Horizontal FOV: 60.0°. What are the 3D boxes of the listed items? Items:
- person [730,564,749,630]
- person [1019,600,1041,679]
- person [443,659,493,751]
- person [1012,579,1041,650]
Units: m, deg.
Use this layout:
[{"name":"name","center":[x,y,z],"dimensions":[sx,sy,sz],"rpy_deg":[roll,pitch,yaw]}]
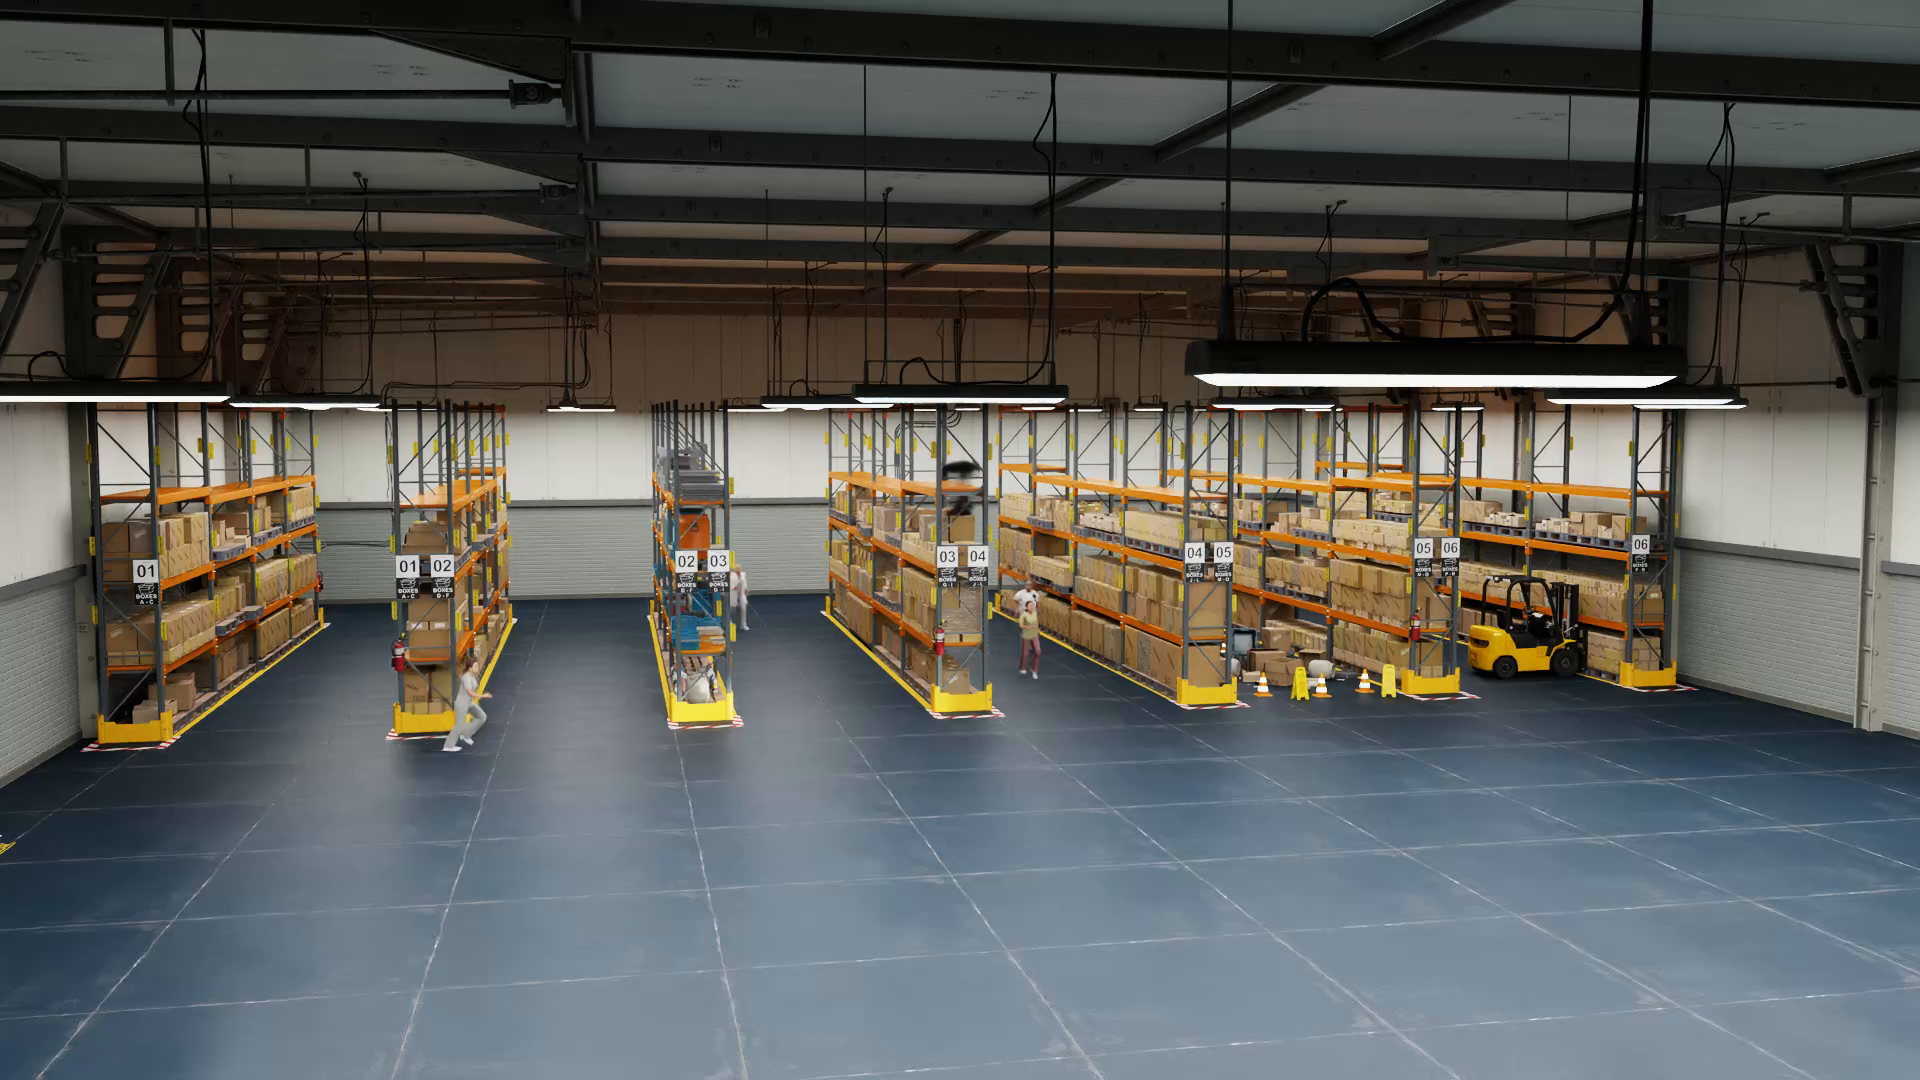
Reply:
[{"name":"person","center":[-5.939,1.500,44.106],"dimensions":[0.690,1.725,1.131],"rpy_deg":[-2,5,-30]},{"name":"person","center":[1.512,2.161,36.219],"dimensions":[0.552,1.714,0.801],"rpy_deg":[-2,5,-22]},{"name":"person","center":[-8.356,2.800,28.258],"dimensions":[0.874,1.586,0.578],"rpy_deg":[0,4,1]},{"name":"person","center":[1.654,1.810,40.226],"dimensions":[0.642,1.754,0.648],"rpy_deg":[-1,4,-15]}]
